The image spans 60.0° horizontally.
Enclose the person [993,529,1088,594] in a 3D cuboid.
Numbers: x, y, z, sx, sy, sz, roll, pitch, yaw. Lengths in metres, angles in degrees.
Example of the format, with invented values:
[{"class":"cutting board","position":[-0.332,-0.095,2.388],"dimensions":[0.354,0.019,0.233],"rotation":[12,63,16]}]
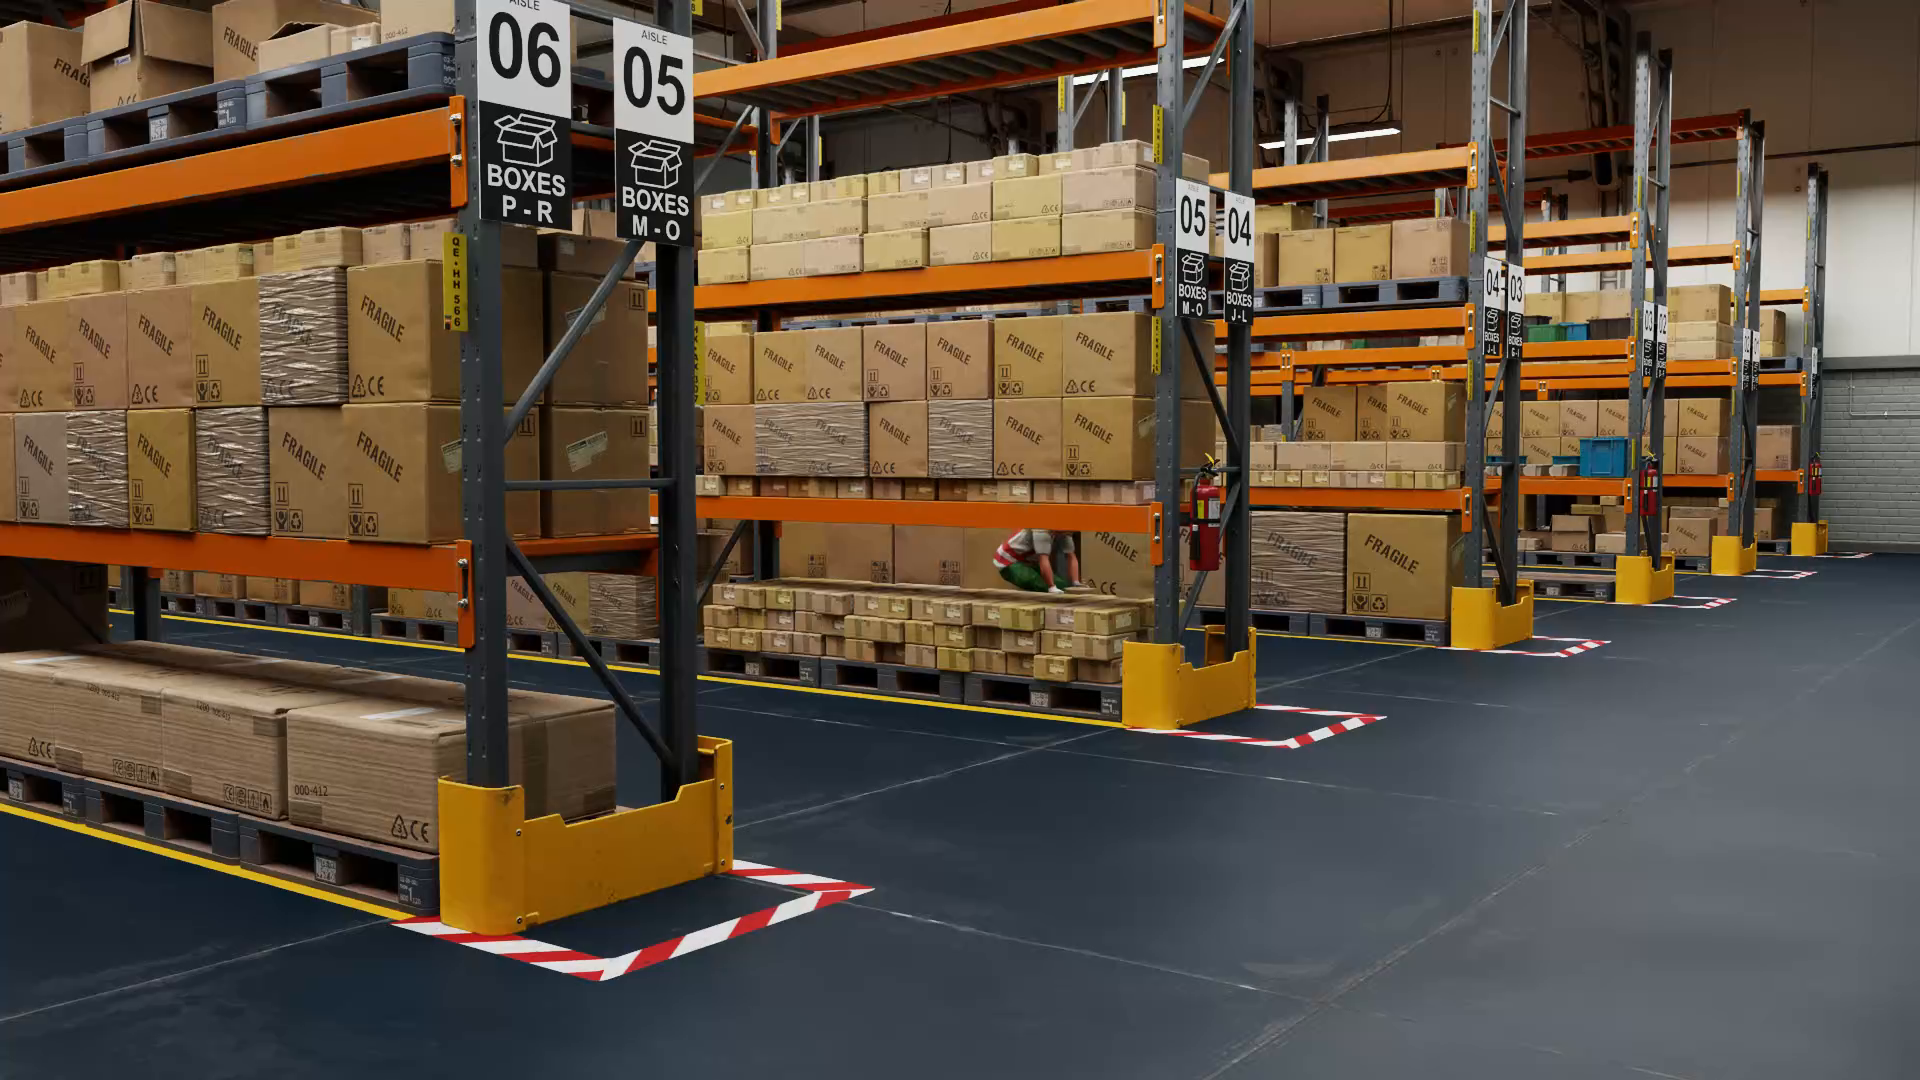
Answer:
[{"class":"person","position":[0.721,0.259,14.431],"dimensions":[0.845,1.186,0.580],"rotation":[2,4,36]}]
